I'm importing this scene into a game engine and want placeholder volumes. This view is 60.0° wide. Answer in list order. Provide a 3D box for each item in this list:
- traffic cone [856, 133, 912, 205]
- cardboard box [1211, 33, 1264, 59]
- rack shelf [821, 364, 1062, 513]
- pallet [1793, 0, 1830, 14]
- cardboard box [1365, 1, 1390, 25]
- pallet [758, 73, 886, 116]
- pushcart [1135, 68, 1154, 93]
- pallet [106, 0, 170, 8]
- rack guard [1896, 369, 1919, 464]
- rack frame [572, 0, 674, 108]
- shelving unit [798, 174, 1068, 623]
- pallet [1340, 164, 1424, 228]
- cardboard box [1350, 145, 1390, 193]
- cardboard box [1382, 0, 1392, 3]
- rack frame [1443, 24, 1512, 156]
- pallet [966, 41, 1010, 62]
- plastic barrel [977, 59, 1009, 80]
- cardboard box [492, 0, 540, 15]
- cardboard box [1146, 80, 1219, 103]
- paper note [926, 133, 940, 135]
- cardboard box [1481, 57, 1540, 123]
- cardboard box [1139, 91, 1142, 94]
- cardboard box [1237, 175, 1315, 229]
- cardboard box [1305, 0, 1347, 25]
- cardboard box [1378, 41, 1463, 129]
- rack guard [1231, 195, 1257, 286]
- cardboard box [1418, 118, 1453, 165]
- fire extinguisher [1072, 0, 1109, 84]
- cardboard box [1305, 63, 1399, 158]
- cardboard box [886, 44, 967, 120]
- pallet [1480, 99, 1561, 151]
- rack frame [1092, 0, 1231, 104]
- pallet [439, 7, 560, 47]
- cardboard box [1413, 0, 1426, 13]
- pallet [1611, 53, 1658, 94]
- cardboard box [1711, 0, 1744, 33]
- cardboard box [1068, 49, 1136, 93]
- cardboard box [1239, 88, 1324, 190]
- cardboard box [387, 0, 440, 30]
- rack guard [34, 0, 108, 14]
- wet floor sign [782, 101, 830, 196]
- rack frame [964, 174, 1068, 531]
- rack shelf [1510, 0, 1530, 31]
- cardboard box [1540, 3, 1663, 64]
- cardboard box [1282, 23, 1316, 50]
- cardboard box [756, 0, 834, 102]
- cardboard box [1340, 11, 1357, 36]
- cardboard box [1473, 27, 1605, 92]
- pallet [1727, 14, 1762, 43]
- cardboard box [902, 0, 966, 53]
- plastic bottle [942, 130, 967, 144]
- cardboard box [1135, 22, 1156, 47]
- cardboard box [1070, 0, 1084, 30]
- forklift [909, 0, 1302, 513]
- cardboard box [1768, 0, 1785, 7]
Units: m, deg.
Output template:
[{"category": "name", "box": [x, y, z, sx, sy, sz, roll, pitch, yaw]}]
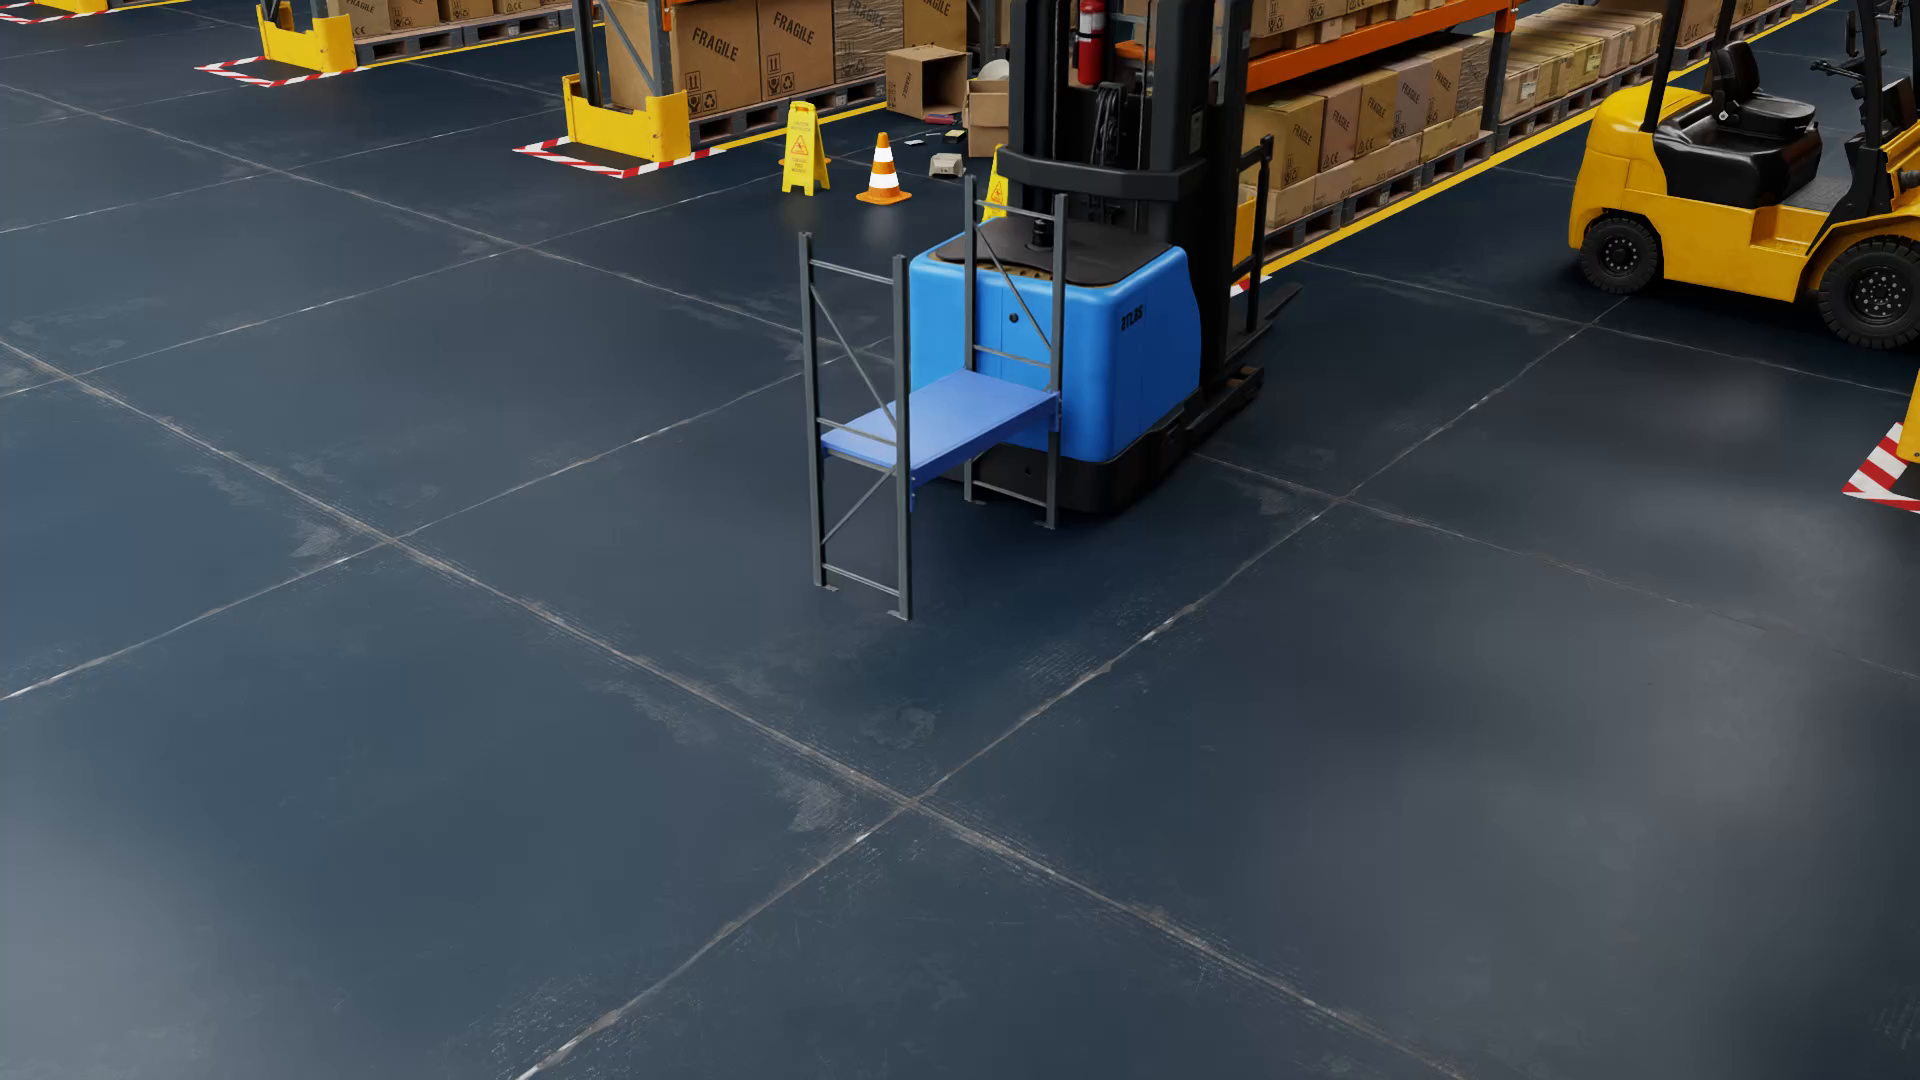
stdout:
[{"category": "traffic cone", "box": [-0.550, -2.688, 11.943, 0.336, 0.463, 0.334, 21, 34, 34]}, {"category": "cardboard box", "box": [1.621, -3.030, 10.116, 0.380, 0.149, 0.250, 21, 34, 35]}, {"category": "rack shelf", "box": [-0.085, -0.438, 6.856, 0.538, 0.185, 1.000, 20, 33, 33]}, {"category": "pallet", "box": [9.422, -6.344, 19.284, 1.003, 0.211, 1.213, 21, 34, 34]}, {"category": "cardboard box", "box": [2.649, -3.568, 11.156, 0.380, 0.149, 0.250, 20, 33, 33]}, {"category": "pallet", "box": [-1.415, -3.991, 14.735, 1.003, 0.211, 1.213, 21, 34, 34]}, {"category": "pushcart", "box": [1.998, -3.984, 14.540, 1.648, 0.377, 0.936, 9, 29, 17]}, {"category": "pallet", "box": [-9.691, -6.514, 19.612, 1.003, 0.211, 1.213, 21, 34, 34]}, {"category": "rack guard", "box": [5.062, -0.514, 7.699, 1.175, 0.500, 0.348, 21, 34, 34]}, {"category": "rack frame", "box": [-2.639, -4.492, 12.670, 1.000, 3.000, 0.127, 21, 34, 34]}, {"category": "shelving unit", "box": [-0.085, -0.598, 6.773, 0.538, 1.500, 1.048, 20, 33, 33]}, {"category": "pallet", "box": [2.613, -2.578, 12.004, 1.003, 0.211, 1.213, 21, 34, 34]}, {"category": "cardboard box", "box": [2.639, -2.628, 11.601, 0.500, 0.250, 0.500, 24, 35, 38]}, {"category": "cardboard box", "box": [2.727, -3.893, 11.079, 0.500, 0.500, 0.500, 20, 33, 33]}, {"category": "rack frame", "box": [3.789, -4.500, 12.684, 1.000, 3.000, 0.127, 21, 34, 34]}, {"category": "pallet", "box": [0.338, -4.968, 16.623, 1.003, 0.211, 1.213, 21, 34, 34]}, {"category": "plastic barrel", "box": [0.367, -3.916, 14.359, 0.421, 0.421, 0.512, -5, 28, -9]}, {"category": "cardboard box", "box": [-4.836, -5.894, 17.642, 0.500, 0.500, 0.500, 17, 32, 30]}, {"category": "cardboard box", "box": [1.553, -2.740, 11.002, 0.500, 0.500, 0.500, 21, 34, 35]}, {"category": "paper note", "box": [-0.218, -3.344, 13.703, 0.123, 0.001, 0.032, -10, 29, -18]}, {"category": "cardboard box", "box": [4.121, -3.706, 13.552, 0.950, 0.372, 0.625, 21, 34, 35]}, {"category": "cardboard box", "box": [1.615, -3.624, 13.966, 0.258, 0.266, 0.396, 0, 27, 0]}, {"category": "cardboard box", "box": [1.971, -2.252, 10.874, 0.500, 0.250, 0.500, 20, 34, 34]}, {"category": "cardboard box", "box": [2.087, -3.530, 10.376, 0.500, 0.500, 0.500, 22, 35, 36]}, {"category": "cardboard box", "box": [3.298, -3.329, 12.140, 0.500, 0.500, 0.500, 21, 34, 35]}, {"category": "rack guard", "box": [1.293, -1.998, 10.569, 1.175, 0.500, 0.348, 21, 34, 34]}, {"category": "cardboard box", "box": [3.290, -2.985, 12.291, 0.500, 0.250, 0.500, 20, 33, 33]}, {"category": "fire extinguisher", "box": [0.816, -3.141, 10.142, 0.296, 0.674, 0.183, 21, 34, 34]}, {"category": "cardboard box", "box": [2.641, -2.956, 11.419, 0.500, 0.500, 0.500, 22, 34, 35]}, {"category": "cardboard box", "box": [-0.290, -3.951, 14.341, 0.500, 0.500, 0.500, -21, 34, -35]}, {"category": "pallet", "box": [4.283, -3.538, 13.859, 1.003, 0.211, 1.213, 21, 34, 34]}, {"category": "rack frame", "box": [1.245, -3.082, 9.942, 1.000, 3.000, 0.127, 21, 34, 34]}, {"category": "pallet", "box": [-5.033, -5.475, 17.603, 1.003, 0.211, 1.213, 21, 34, 34]}, {"category": "cardboard box", "box": [2.990, -3.742, 11.492, 0.380, 0.149, 0.250, 20, 33, 34]}, {"category": "pallet", "box": [5.835, -4.403, 15.531, 1.003, 0.211, 1.213, 21, 34, 34]}, {"category": "cardboard box", "box": [7.407, -5.696, 16.852, 0.875, 0.875, 0.875, 21, 34, 35]}, {"category": "cardboard box", "box": [0.997, -3.730, 13.764, 0.797, 0.637, 0.503, 21, 34, 34]}, {"category": "cardboard box", "box": [1.986, -2.594, 10.719, 0.500, 0.500, 0.500, 19, 33, 33]}, {"category": "cardboard box", "box": [-5.638, -5.493, 16.866, 0.500, 0.500, 0.500, -18, 32, -31]}, {"category": "rack guard", "box": [-10.212, -6.356, 18.992, 1.175, 0.500, 0.348, 21, 34, 34]}, {"category": "wet floor sign", "box": [-1.130, -2.858, 12.072, 0.267, 0.644, 0.232, 15, 31, 26]}, {"category": "rack frame", "box": [0.226, -0.782, 7.130, 0.500, 1.500, 0.032, 20, 33, 33]}, {"category": "rack shelf", "box": [5.061, -4.889, 14.220, 1.077, 0.370, 4.000, 21, 34, 34]}, {"category": "cardboard box", "box": [5.966, -4.740, 15.551, 0.950, 0.372, 0.625, 18, 32, 31]}, {"category": "cardboard box", "box": [2.002, -3.194, 10.433, 0.380, 0.149, 0.250, 20, 33, 33]}, {"category": "cardboard box", "box": [-1.701, -4.308, 14.168, 0.875, 0.875, 0.875, 20, 34, 34]}, {"category": "cardboard box", "box": [2.337, -3.372, 10.777, 0.380, 0.149, 0.250, 22, 34, 36]}, {"category": "cardboard box", "box": [5.016, -4.209, 14.524, 0.950, 0.372, 0.625, 22, 35, 36]}, {"category": "pallet", "box": [7.669, -5.368, 17.396, 1.003, 0.211, 1.213, 21, 34, 34]}, {"category": "cardboard box", "box": [-0.549, -4.951, 15.411, 0.875, 0.875, 0.875, 21, 34, 35]}, {"category": "plastic bottle", "box": [-0.036, -3.294, 13.550, 0.133, 0.061, 0.283, 9, 29, 17]}, {"category": "cardboard box", "box": [1.318, -3.165, 10.377, 0.380, 0.149, 0.250, 22, 35, 36]}, {"category": "cardboard box", "box": [0.847, -5.685, 16.967, 1.050, 0.750, 0.750, 21, 34, 34]}, {"category": "forklift", "box": [0.933, -2.061, 8.044, 1.130, 2.935, 3.031, 15, 31, 26]}, {"category": "cardboard box", "box": [8.545, -6.336, 18.088, 0.875, 0.875, 0.875, 22, 35, 36]}]
